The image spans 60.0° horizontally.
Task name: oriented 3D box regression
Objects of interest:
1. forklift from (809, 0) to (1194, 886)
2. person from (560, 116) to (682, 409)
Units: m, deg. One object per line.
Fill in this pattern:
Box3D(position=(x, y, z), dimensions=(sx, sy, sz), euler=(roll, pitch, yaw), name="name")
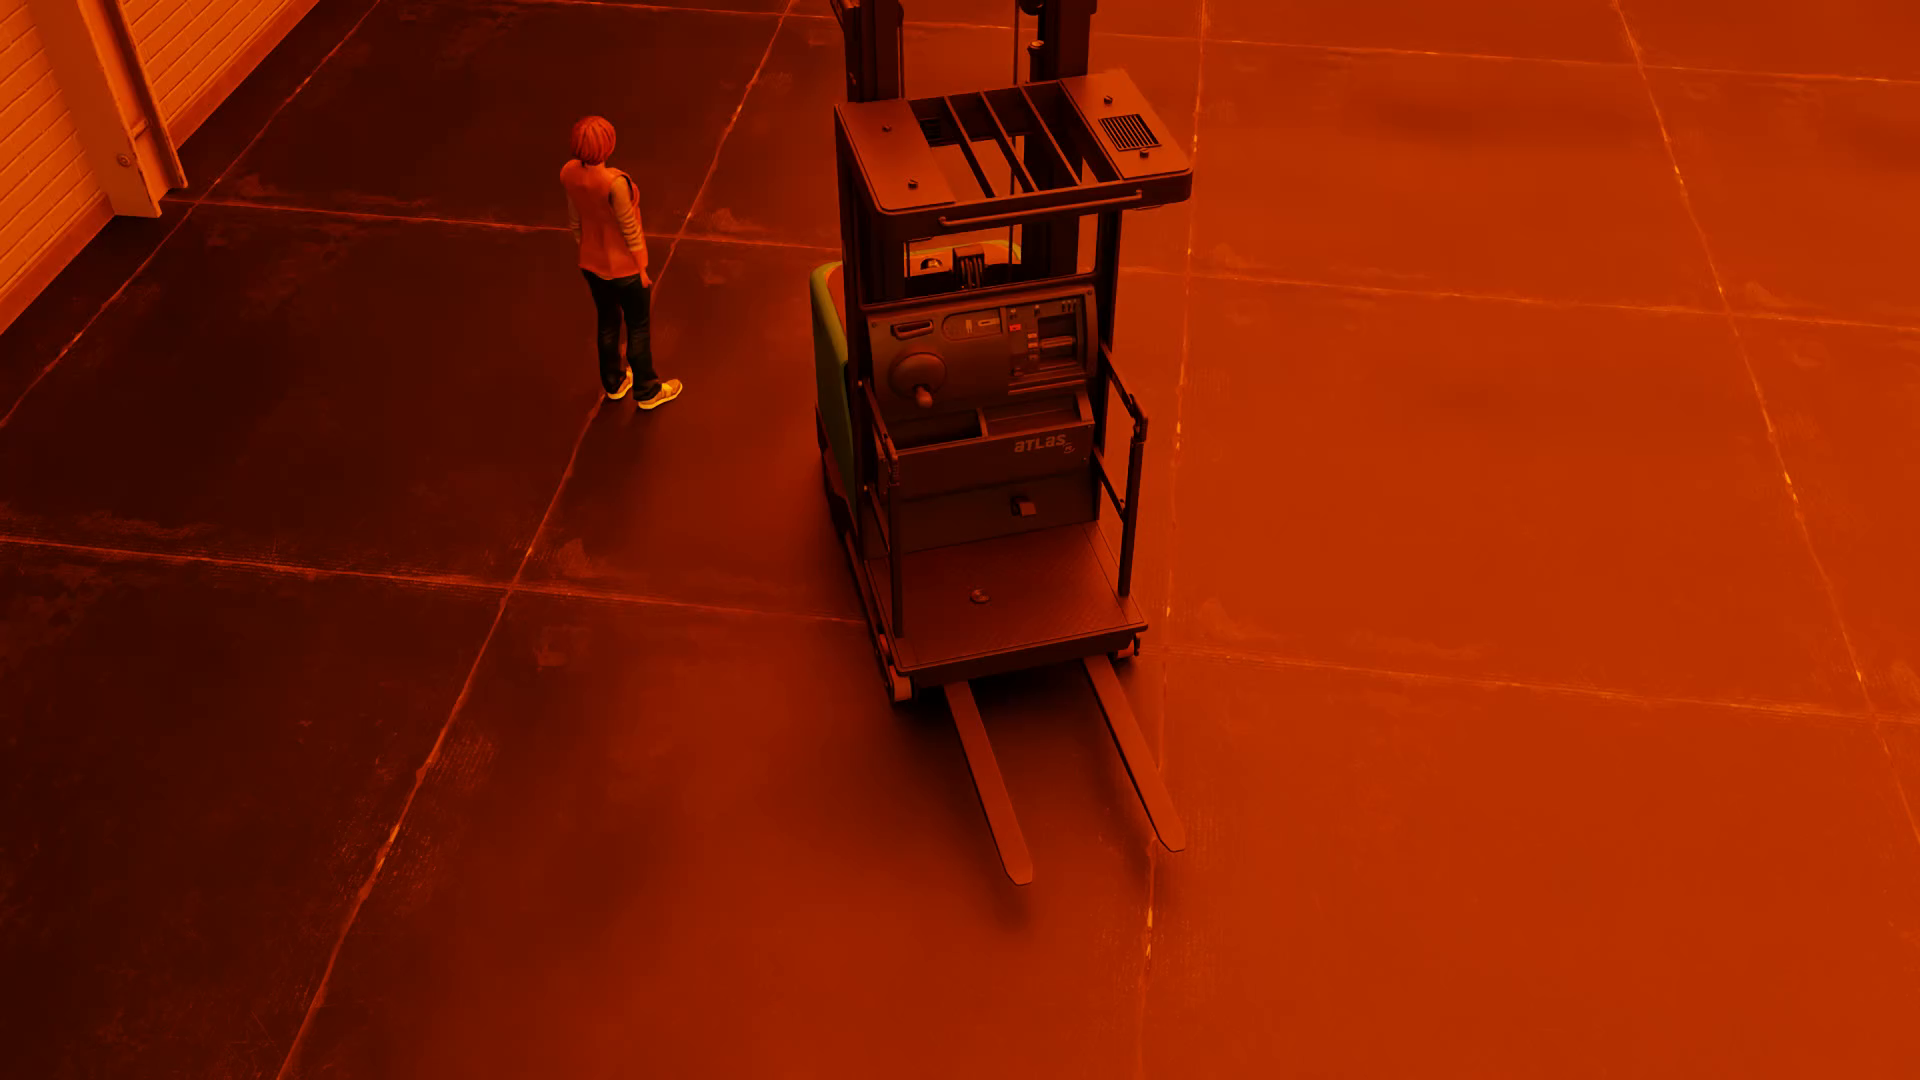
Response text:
Box3D(position=(0.153, -0.681, 6.465), dimensions=(1.130, 2.935, 3.031), euler=(-10, 44, -11), name="forklift")
Box3D(position=(-1.695, -1.355, 8.184), dimensions=(0.406, 1.603, 0.316), euler=(20, 46, 20), name="person")
